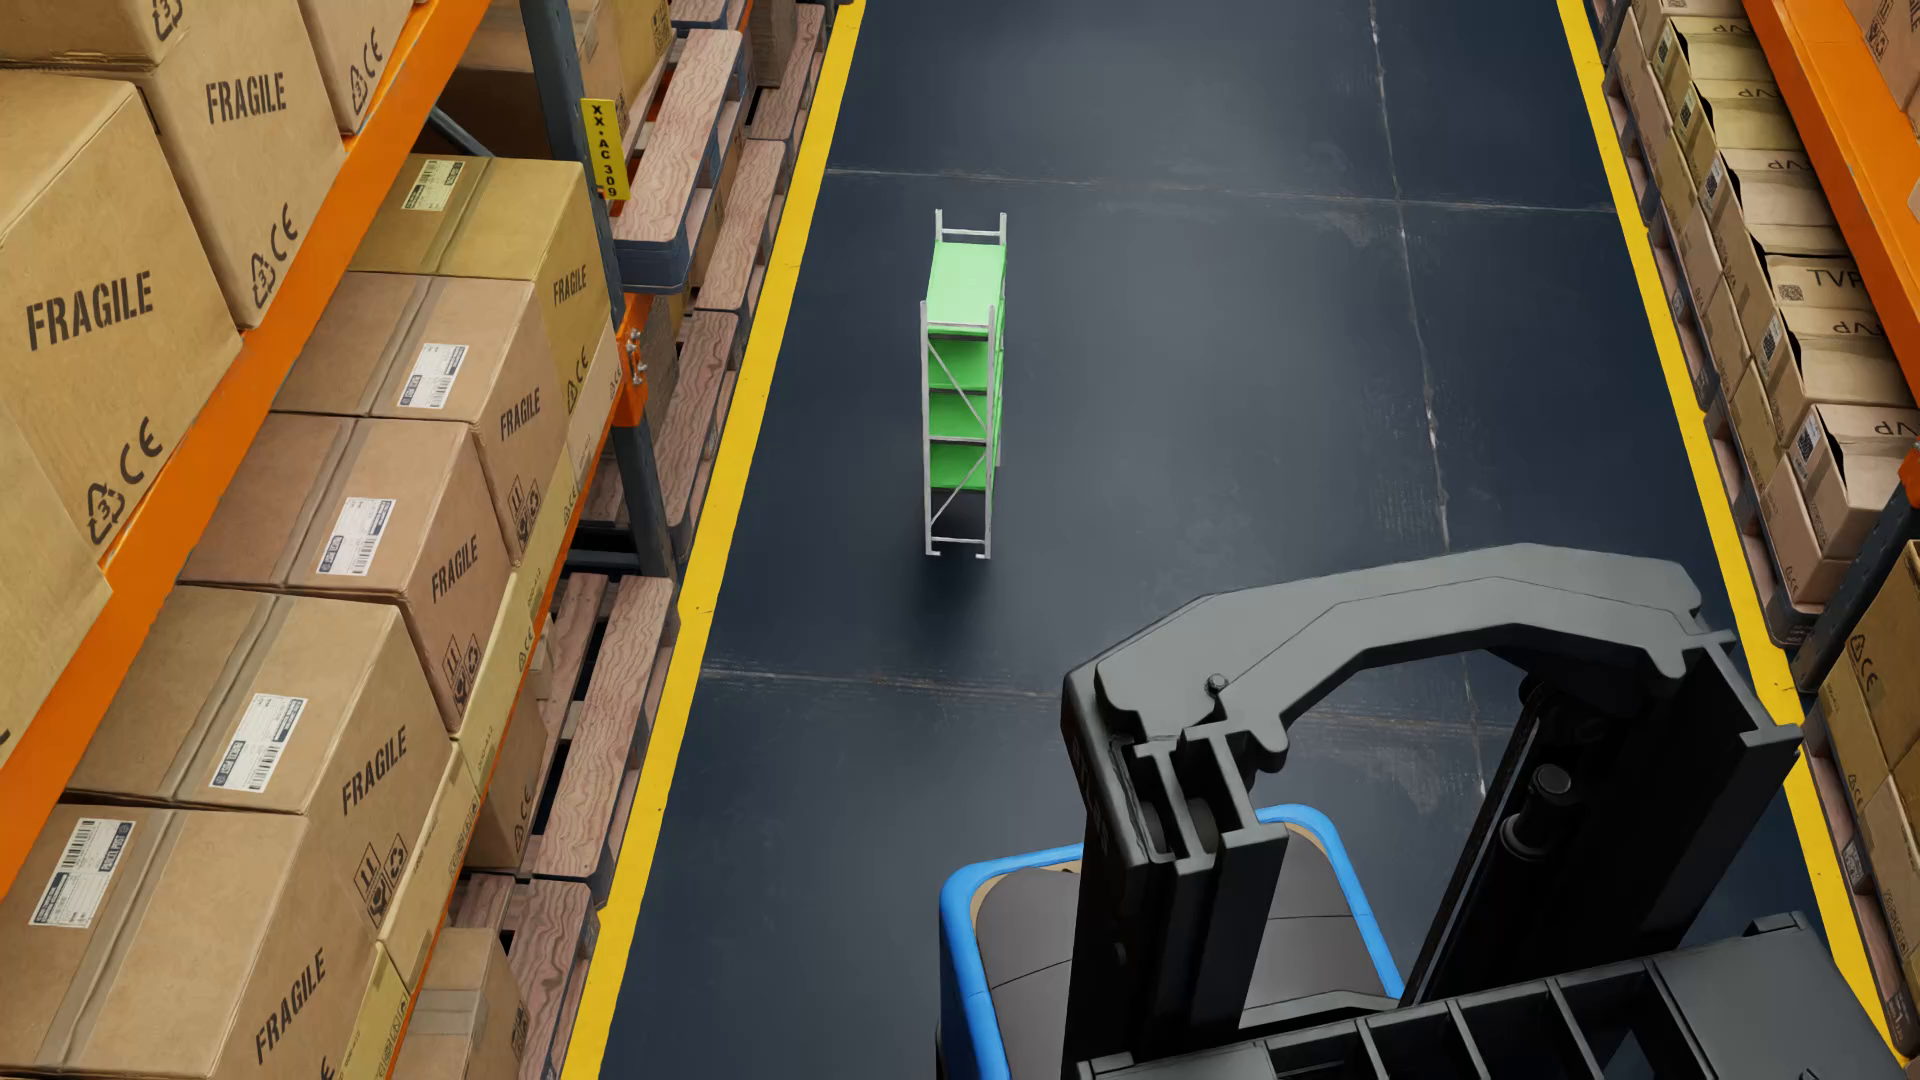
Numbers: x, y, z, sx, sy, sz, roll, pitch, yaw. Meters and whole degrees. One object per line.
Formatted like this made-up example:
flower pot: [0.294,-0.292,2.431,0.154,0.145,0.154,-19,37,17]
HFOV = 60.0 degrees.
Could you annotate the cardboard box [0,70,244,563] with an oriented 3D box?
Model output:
cardboard box: [-1.457,-0.332,2.407,0.500,0.500,0.500,7,48,6]

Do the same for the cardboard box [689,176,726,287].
cardboard box: [-1.393,-1.423,6.915,0.700,0.500,0.500,4,48,4]

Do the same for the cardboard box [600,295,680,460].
cardboard box: [-1.477,-0.668,6.224,0.700,0.500,0.500,5,48,5]

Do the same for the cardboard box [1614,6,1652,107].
cardboard box: [3.431,-2.278,7.880,0.500,0.250,0.500,4,48,3]

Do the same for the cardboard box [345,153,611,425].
cardboard box: [-1.262,-0.662,4.402,0.500,0.500,0.500,4,48,3]

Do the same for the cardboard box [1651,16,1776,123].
cardboard box: [3.391,-2.081,7.319,0.500,0.311,0.500,3,48,3]

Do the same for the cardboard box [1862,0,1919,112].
cardboard box: [3.586,-1.843,5.835,0.500,0.500,0.500,4,48,4]

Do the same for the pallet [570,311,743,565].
pallet: [-1.458,-0.452,6.520,1.003,0.211,1.213,4,48,4]

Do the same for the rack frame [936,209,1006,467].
rack frame: [0.037,-0.706,6.083,0.240,1.200,0.015,4,48,4]

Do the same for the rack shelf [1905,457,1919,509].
rack shelf: [3.224,1.222,3.587,1.077,0.370,4.000,4,48,4]

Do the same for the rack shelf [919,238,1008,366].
rack shelf: [0.015,-0.807,5.611,0.258,0.148,0.480,4,48,4]

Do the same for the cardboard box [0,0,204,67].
cardboard box: [-1.379,-1.037,2.374,0.500,0.500,0.500,2,48,2]

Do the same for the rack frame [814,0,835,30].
rack frame: [-1.163,-3.760,7.656,1.000,3.000,0.127,4,48,4]

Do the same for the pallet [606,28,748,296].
pallet: [-1.313,-1.308,5.543,1.003,0.211,1.213,4,48,4]

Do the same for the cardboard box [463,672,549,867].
cardboard box: [-1.582,0.640,5.028,0.500,0.500,0.500,1,48,1]

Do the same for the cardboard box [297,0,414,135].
cardboard box: [-1.386,-1.115,3.123,0.500,0.500,0.500,0,48,0]

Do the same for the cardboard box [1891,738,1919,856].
cardboard box: [3.015,0.730,4.620,0.500,0.500,0.500,4,48,4]

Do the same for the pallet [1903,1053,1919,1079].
pallet: [3.184,1.931,4.341,1.003,0.211,1.213,4,48,4]

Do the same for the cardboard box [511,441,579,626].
cardboard box: [-1.322,-0.043,4.345,0.500,0.250,0.500,4,48,4]

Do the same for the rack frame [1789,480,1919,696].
rack frame: [3.406,-0.490,4.666,1.000,3.000,0.127,4,48,4]

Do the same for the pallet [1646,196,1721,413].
pallet: [3.543,-0.992,7.014,1.003,0.211,1.213,4,48,4]

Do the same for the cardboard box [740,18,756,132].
cardboard box: [-1.339,-2.162,7.590,0.700,0.500,0.500,4,48,3]

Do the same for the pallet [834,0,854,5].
pallet: [-1.016,-3.393,9.211,1.003,0.211,1.213,4,48,4]

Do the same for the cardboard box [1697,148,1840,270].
cardboard box: [3.296,-1.329,6.631,0.500,0.311,0.500,3,48,3]

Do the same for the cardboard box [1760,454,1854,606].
cardboard box: [3.155,-0.028,5.822,0.500,0.250,0.500,3,48,3]

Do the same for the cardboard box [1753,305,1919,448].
cardboard box: [3.199,-0.593,5.958,0.500,0.311,0.500,5,48,5]

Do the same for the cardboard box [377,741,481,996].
cardboard box: [-1.397,0.697,3.667,0.500,0.250,0.500,4,48,4]

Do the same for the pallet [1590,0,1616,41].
pallet: [3.877,-3.035,8.883,1.003,0.211,1.213,4,48,4]

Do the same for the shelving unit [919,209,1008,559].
shelving unit: [0.015,-0.527,5.919,0.258,1.200,0.503,4,48,4]

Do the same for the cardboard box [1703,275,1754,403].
cardboard box: [3.249,-0.776,6.506,0.500,0.250,0.500,5,48,4]

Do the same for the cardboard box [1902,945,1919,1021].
cardboard box: [2.961,1.350,4.561,0.500,0.250,0.500,4,48,4]

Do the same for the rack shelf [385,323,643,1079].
rack shelf: [-1.709,0.892,3.889,1.077,0.370,4.000,4,48,4]

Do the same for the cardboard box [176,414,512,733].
cardboard box: [-1.359,0.075,3.729,0.500,0.500,0.500,3,48,2]

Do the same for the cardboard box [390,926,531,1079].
cardboard box: [-1.570,1.357,4.372,0.700,0.500,0.500,1,48,1]

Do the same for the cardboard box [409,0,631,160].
cardboard box: [-1.447,-1.375,5.109,0.700,0.500,0.500,4,48,4]

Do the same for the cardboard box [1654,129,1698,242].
cardboard box: [3.344,-1.526,7.192,0.500,0.250,0.500,3,48,2]

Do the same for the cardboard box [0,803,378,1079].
cardboard box: [-1.440,0.837,3.032,0.500,0.500,0.500,2,48,2]

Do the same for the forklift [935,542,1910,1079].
forklift: [0.749,1.530,2.864,1.130,2.935,3.031,-9,48,-8]

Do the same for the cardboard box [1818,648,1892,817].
cardboard box: [3.062,0.616,5.232,0.500,0.250,0.500,4,48,4]

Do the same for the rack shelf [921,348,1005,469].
rack shelf: [0.015,-0.483,5.966,0.258,0.148,0.480,4,48,4]

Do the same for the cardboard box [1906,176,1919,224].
cardboard box: [3.304,-1.103,5.318,0.396,0.266,0.258,3,48,3]

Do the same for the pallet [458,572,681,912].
pallet: [-1.553,0.616,5.543,1.003,0.211,1.213,4,48,4]
